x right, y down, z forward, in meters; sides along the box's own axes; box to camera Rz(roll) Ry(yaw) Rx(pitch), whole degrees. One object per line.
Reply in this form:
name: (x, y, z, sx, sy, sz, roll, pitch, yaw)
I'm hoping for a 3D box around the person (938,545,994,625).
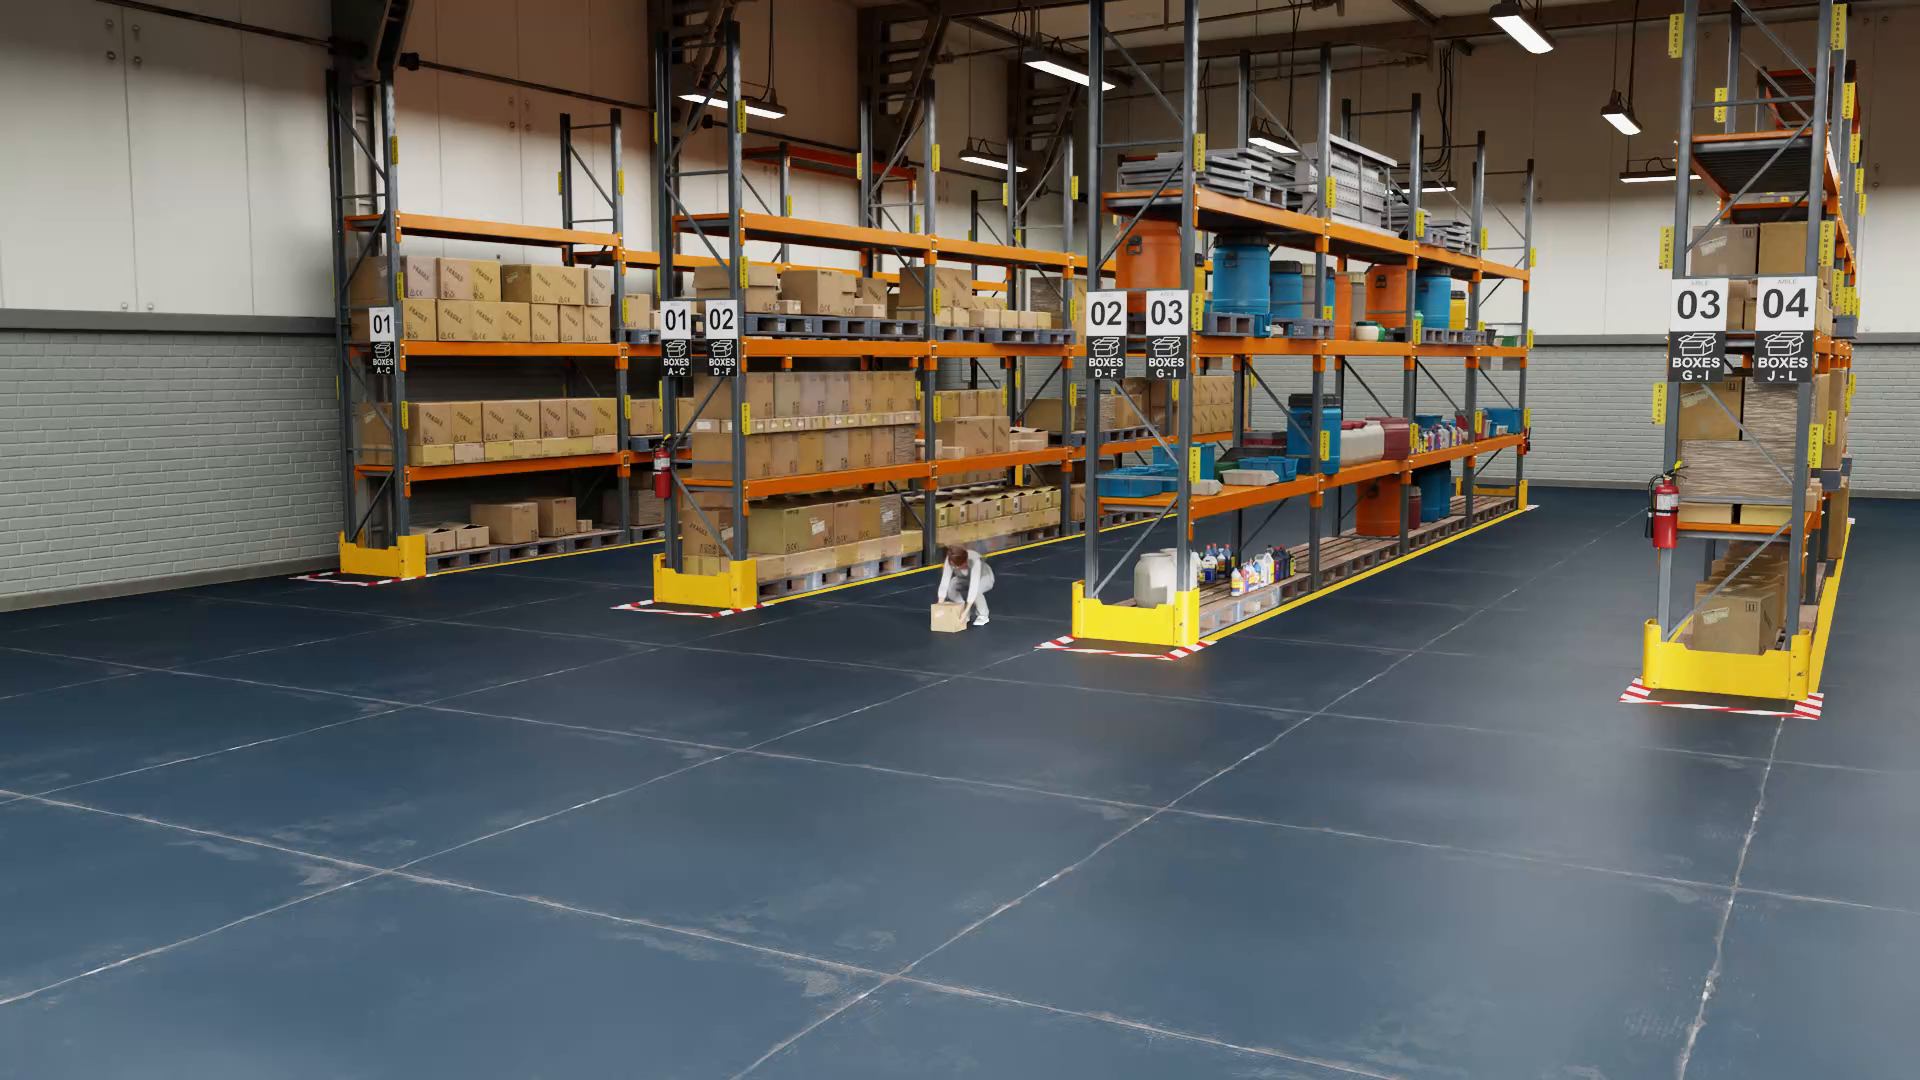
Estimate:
person: (0.070, 0.431, 16.230, 0.434, 0.816, 0.800, 3, 7, 28)
